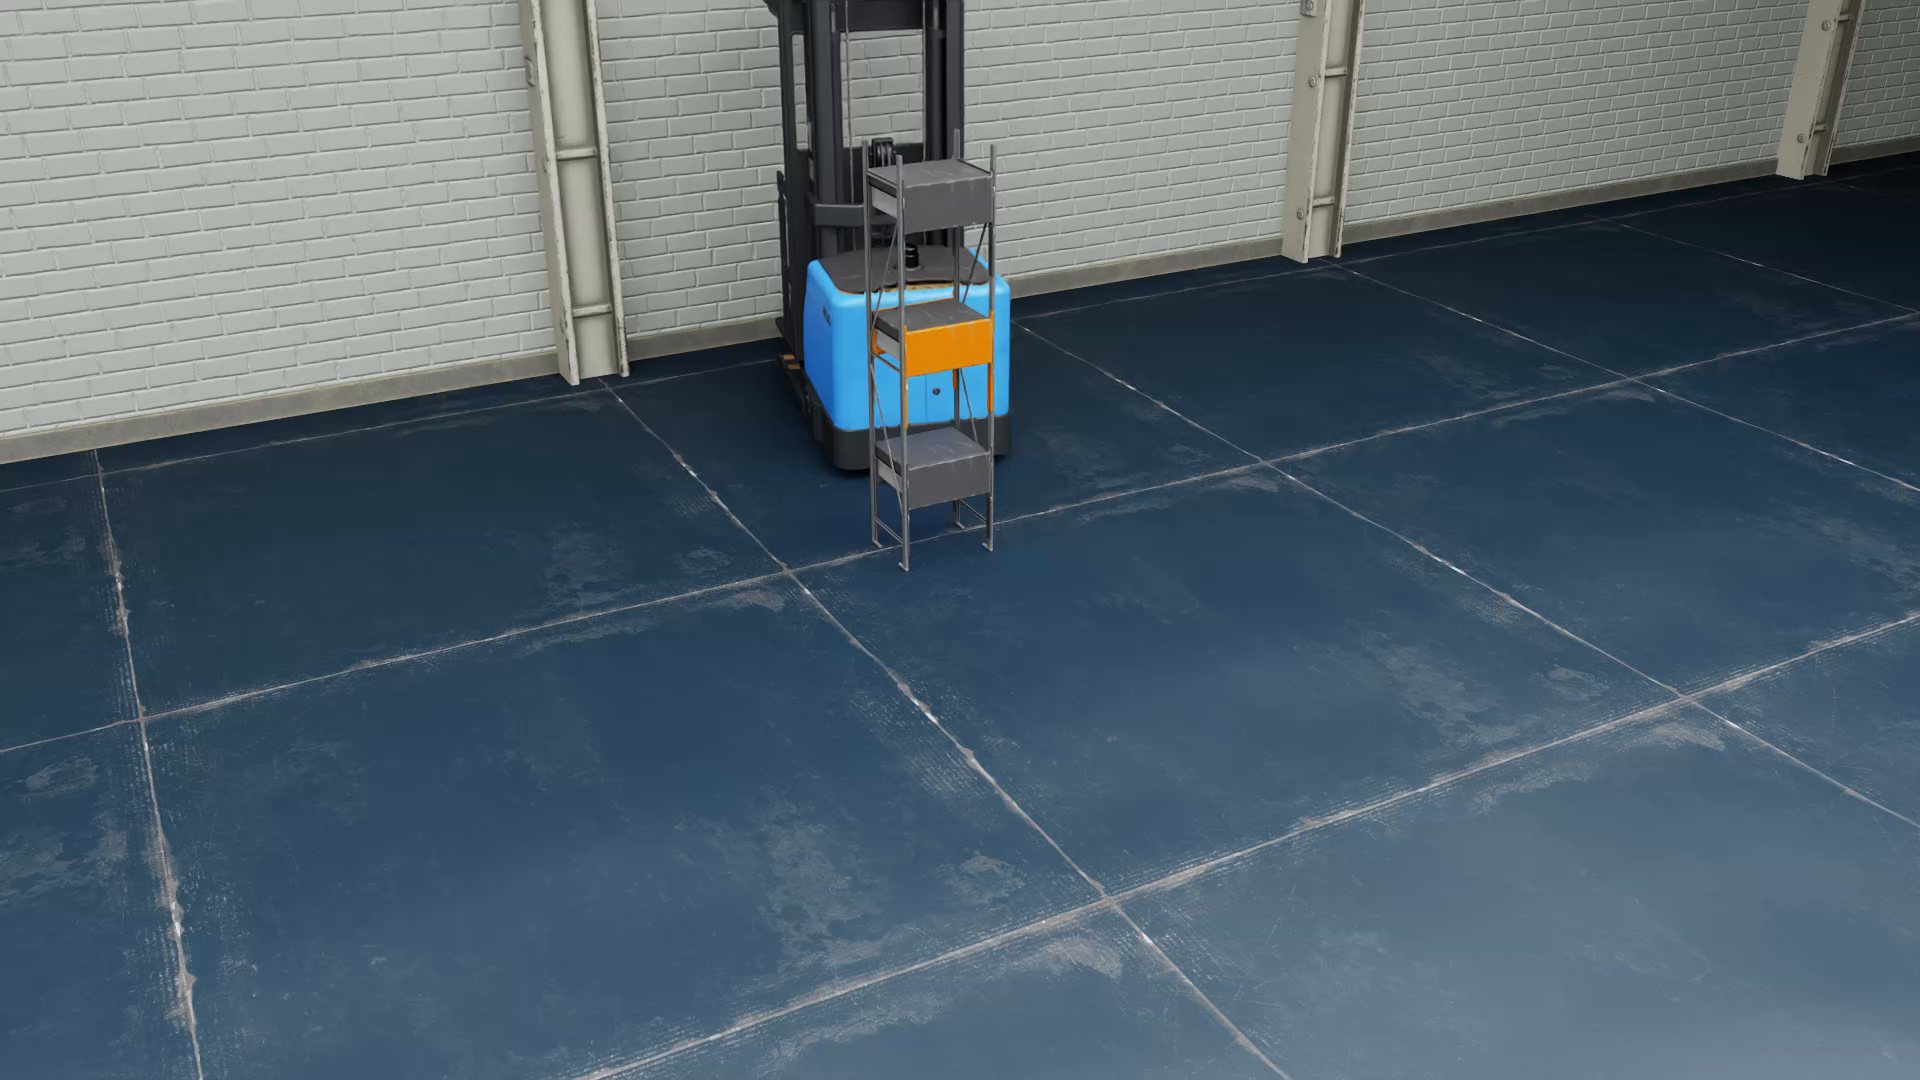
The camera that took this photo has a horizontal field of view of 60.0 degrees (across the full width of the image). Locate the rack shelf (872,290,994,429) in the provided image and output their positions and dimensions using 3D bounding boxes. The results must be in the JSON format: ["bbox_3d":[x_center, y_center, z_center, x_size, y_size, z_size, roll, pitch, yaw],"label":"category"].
[{"bbox_3d":[-0.146,-0.901,8.231,0.480,0.518,0.431,-13,29,-25],"label":"rack shelf"}]

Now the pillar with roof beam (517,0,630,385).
[{"bbox_3d":[-0.407,-3.521,5.686,0.400,9.000,9.100,-13,29,-25],"label":"pillar with roof beam"}]

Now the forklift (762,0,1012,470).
[{"bbox_3d":[-0.575,-2.332,10.221,1.130,2.935,3.031,-7,26,-13],"label":"forklift"}]

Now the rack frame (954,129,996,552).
[{"bbox_3d":[0.069,-0.963,8.329,0.015,2.100,0.400,-13,29,-25],"label":"rack frame"}]

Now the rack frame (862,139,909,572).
[{"bbox_3d":[-0.361,-0.863,8.122,0.015,2.100,0.400,-13,29,-25],"label":"rack frame"}]

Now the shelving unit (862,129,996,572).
[{"bbox_3d":[-0.146,-0.913,8.225,0.503,2.100,0.431,-13,29,-25],"label":"shelving unit"}]

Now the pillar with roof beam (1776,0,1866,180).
[{"bbox_3d":[10.181,-5.965,10.776,0.400,9.000,9.100,-13,29,-25],"label":"pillar with roof beam"}]

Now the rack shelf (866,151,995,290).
[{"bbox_3d":[-0.146,-1.532,7.928,0.480,0.518,0.431,-13,29,-25],"label":"rack shelf"}]

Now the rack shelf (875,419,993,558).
[{"bbox_3d":[-0.146,-0.270,8.534,0.480,0.518,0.431,-13,29,-25],"label":"rack shelf"}]

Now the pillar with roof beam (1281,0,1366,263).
[{"bbox_3d":[4.887,-4.743,8.231,0.400,9.000,9.100,-13,29,-25],"label":"pillar with roof beam"}]
